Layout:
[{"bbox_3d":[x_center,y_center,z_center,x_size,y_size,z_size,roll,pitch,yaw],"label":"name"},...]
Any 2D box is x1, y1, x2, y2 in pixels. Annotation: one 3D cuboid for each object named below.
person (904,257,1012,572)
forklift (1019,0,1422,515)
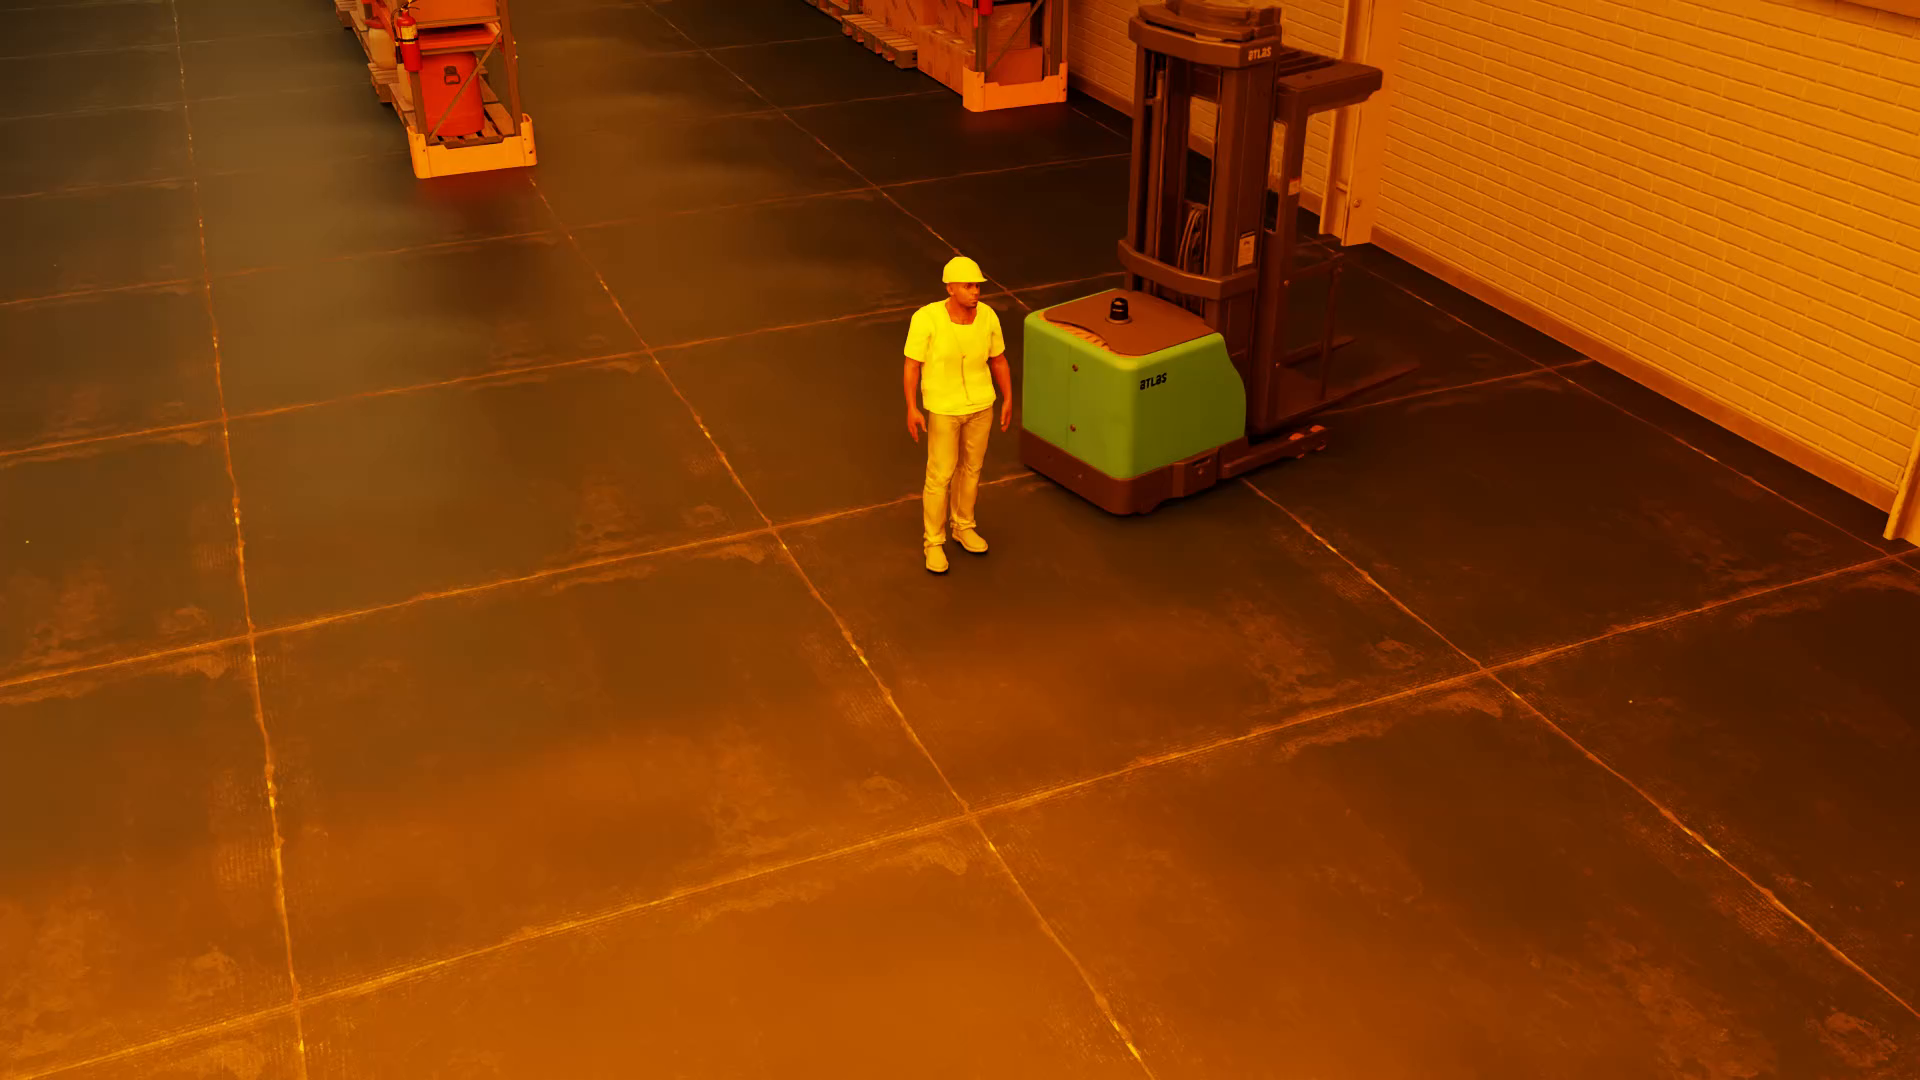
[{"bbox_3d":[0.022,-0.740,9.573,0.665,1.766,0.576,-12,32,-20],"label":"person"},{"bbox_3d":[1.867,-2.002,10.621,3.031,2.935,1.130,-20,36,-31],"label":"forklift"}]
